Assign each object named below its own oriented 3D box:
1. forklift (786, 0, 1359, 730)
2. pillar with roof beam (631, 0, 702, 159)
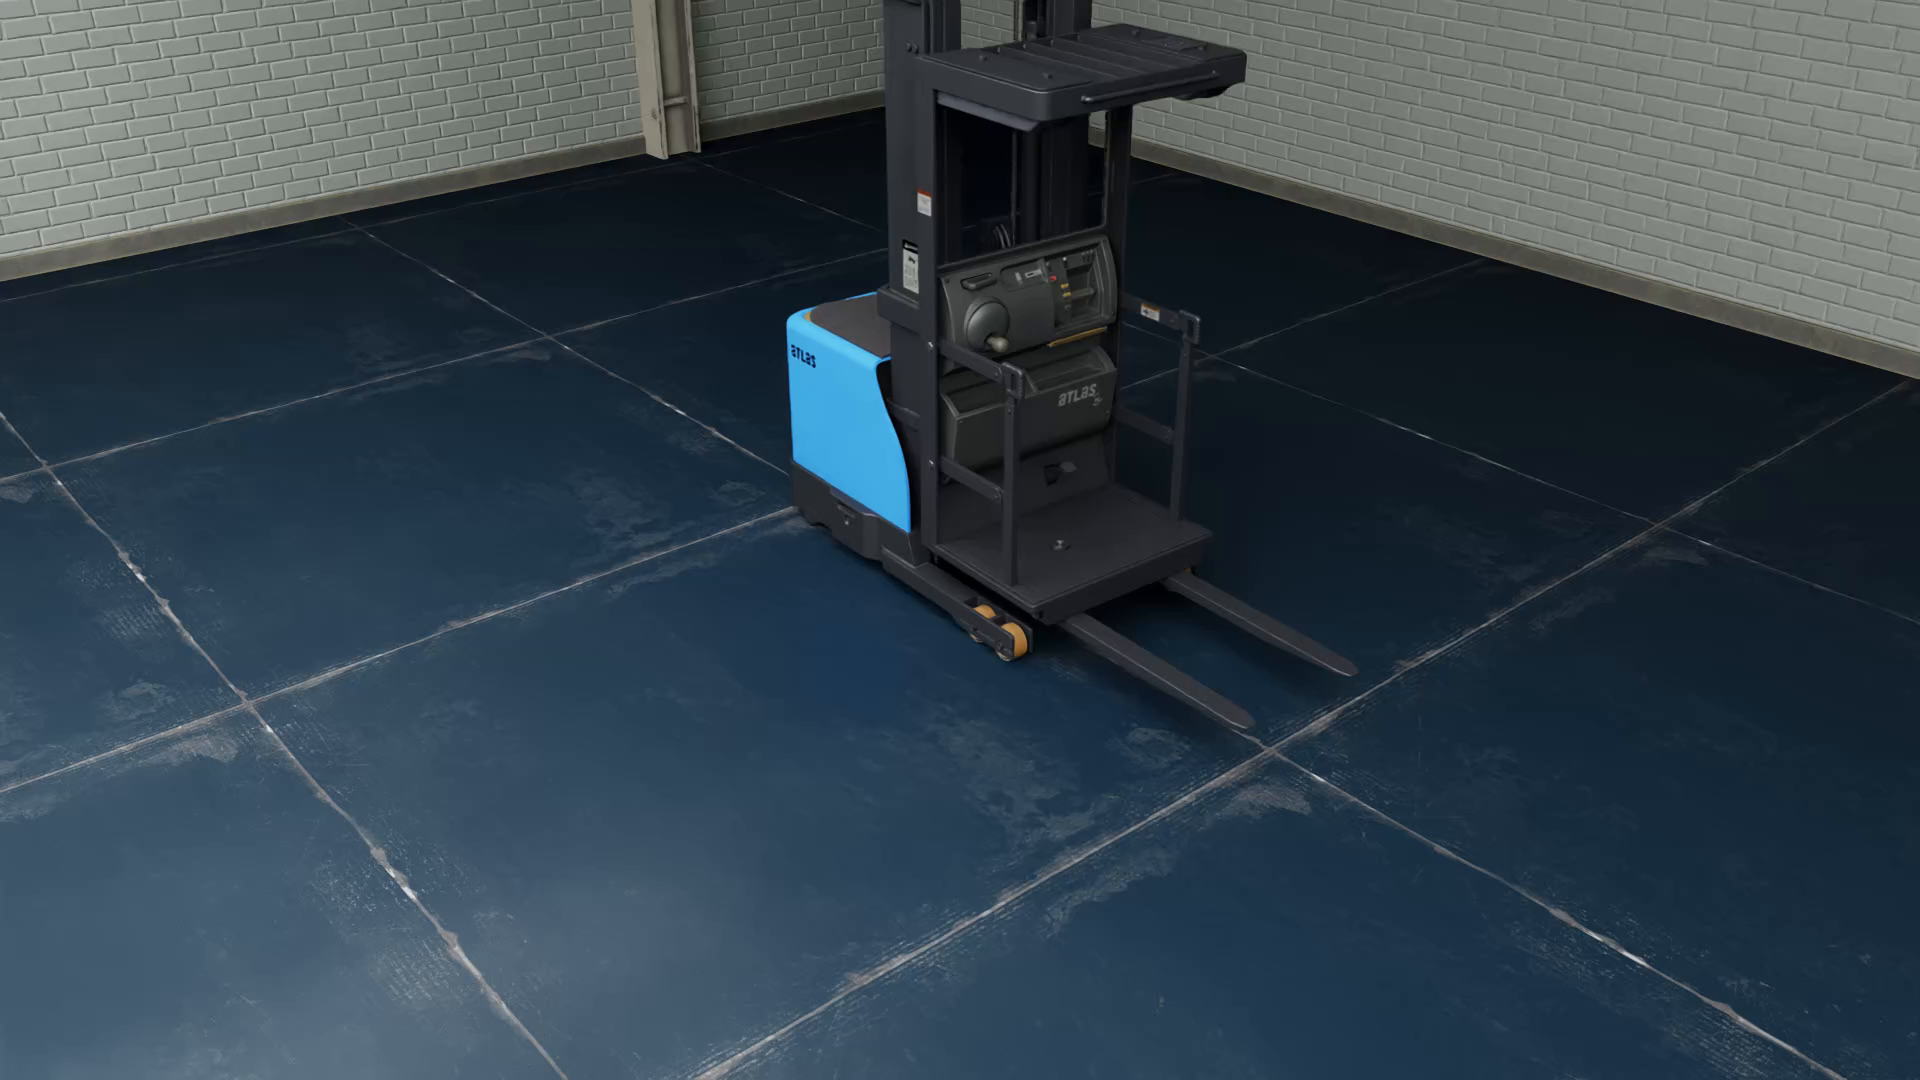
[{"bbox_3d":[0.442,-1.029,7.065,1.130,2.935,3.031,-20,34,-33],"label":"forklift"},{"bbox_3d":[0.270,-5.841,9.633,0.400,9.000,9.100,-22,35,-35],"label":"pillar with roof beam"}]
